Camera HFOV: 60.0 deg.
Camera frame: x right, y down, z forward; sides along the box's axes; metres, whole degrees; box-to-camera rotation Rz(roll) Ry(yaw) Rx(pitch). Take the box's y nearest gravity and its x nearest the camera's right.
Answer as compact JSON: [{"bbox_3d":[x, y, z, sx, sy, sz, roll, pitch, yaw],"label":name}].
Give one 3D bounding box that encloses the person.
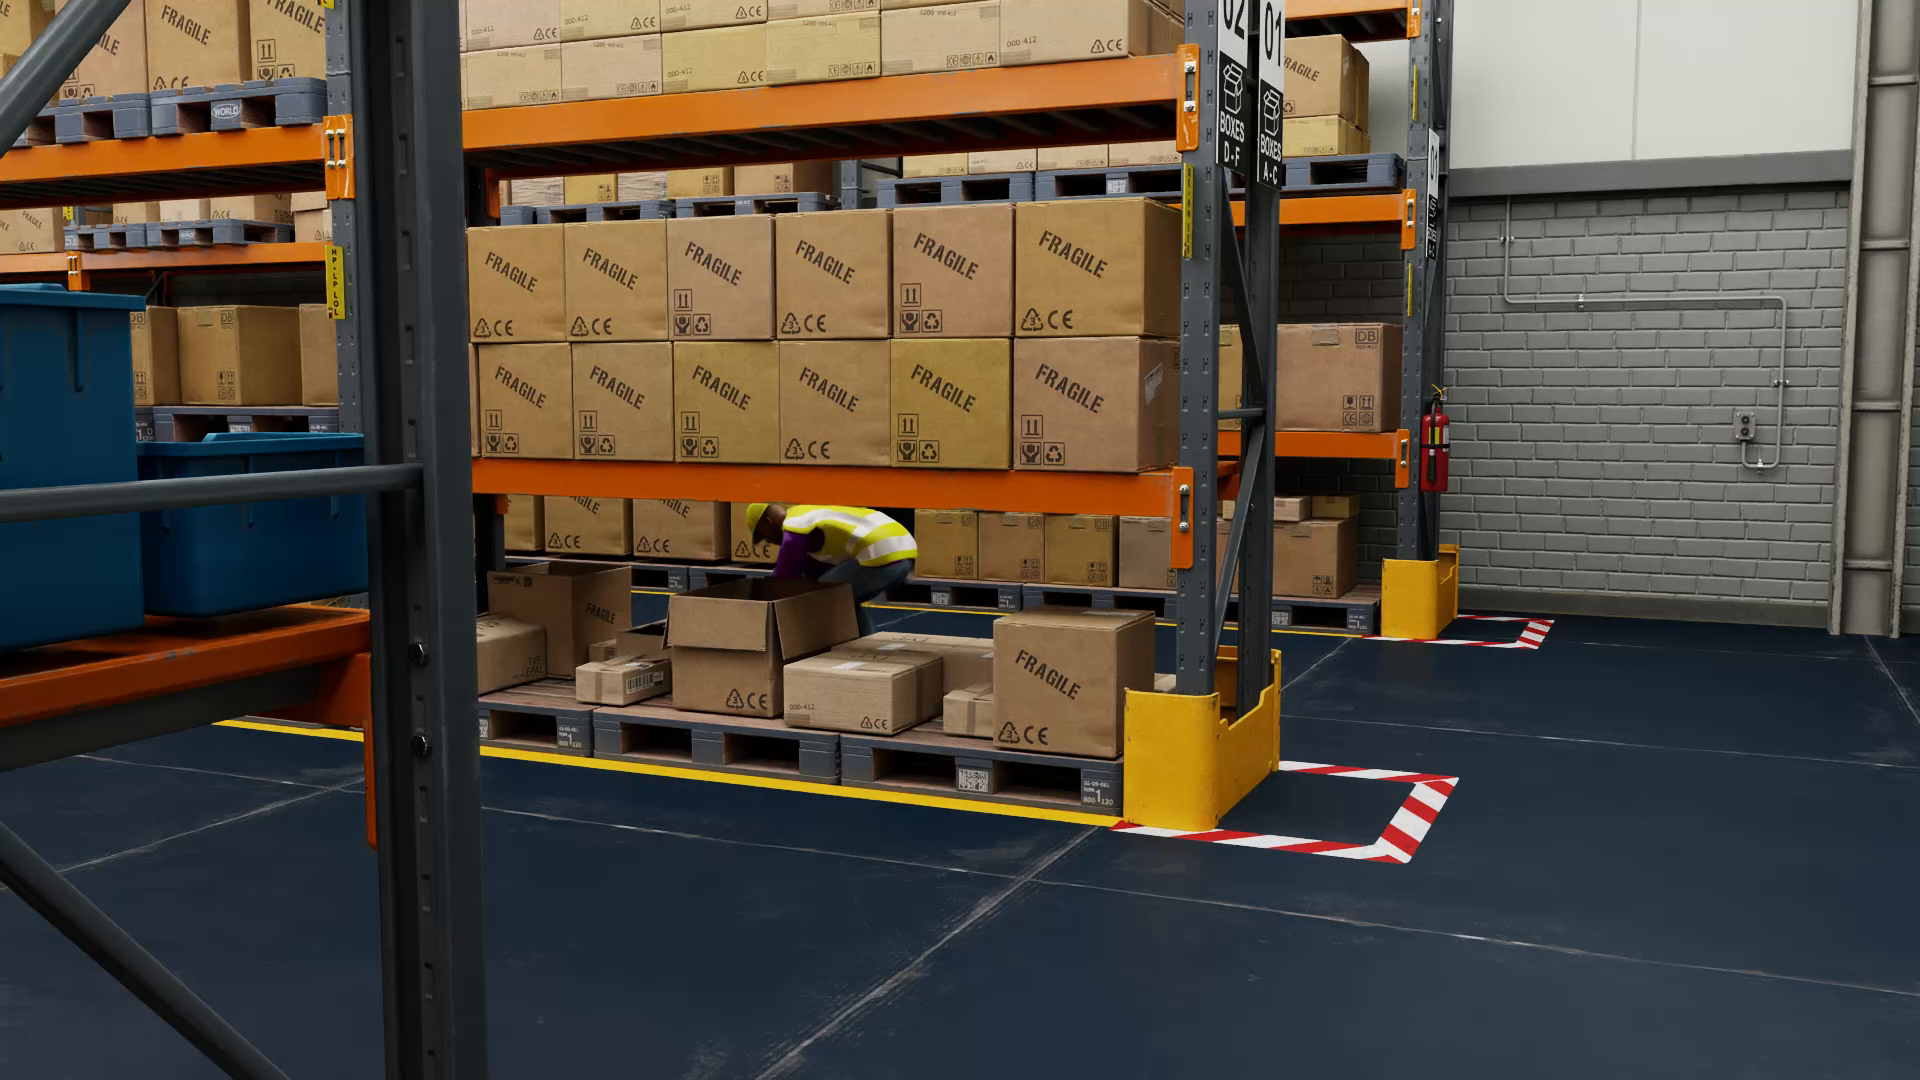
[{"bbox_3d":[-0.715,0.268,9.005,0.961,1.025,0.526,2,6,21],"label":"person"}]
